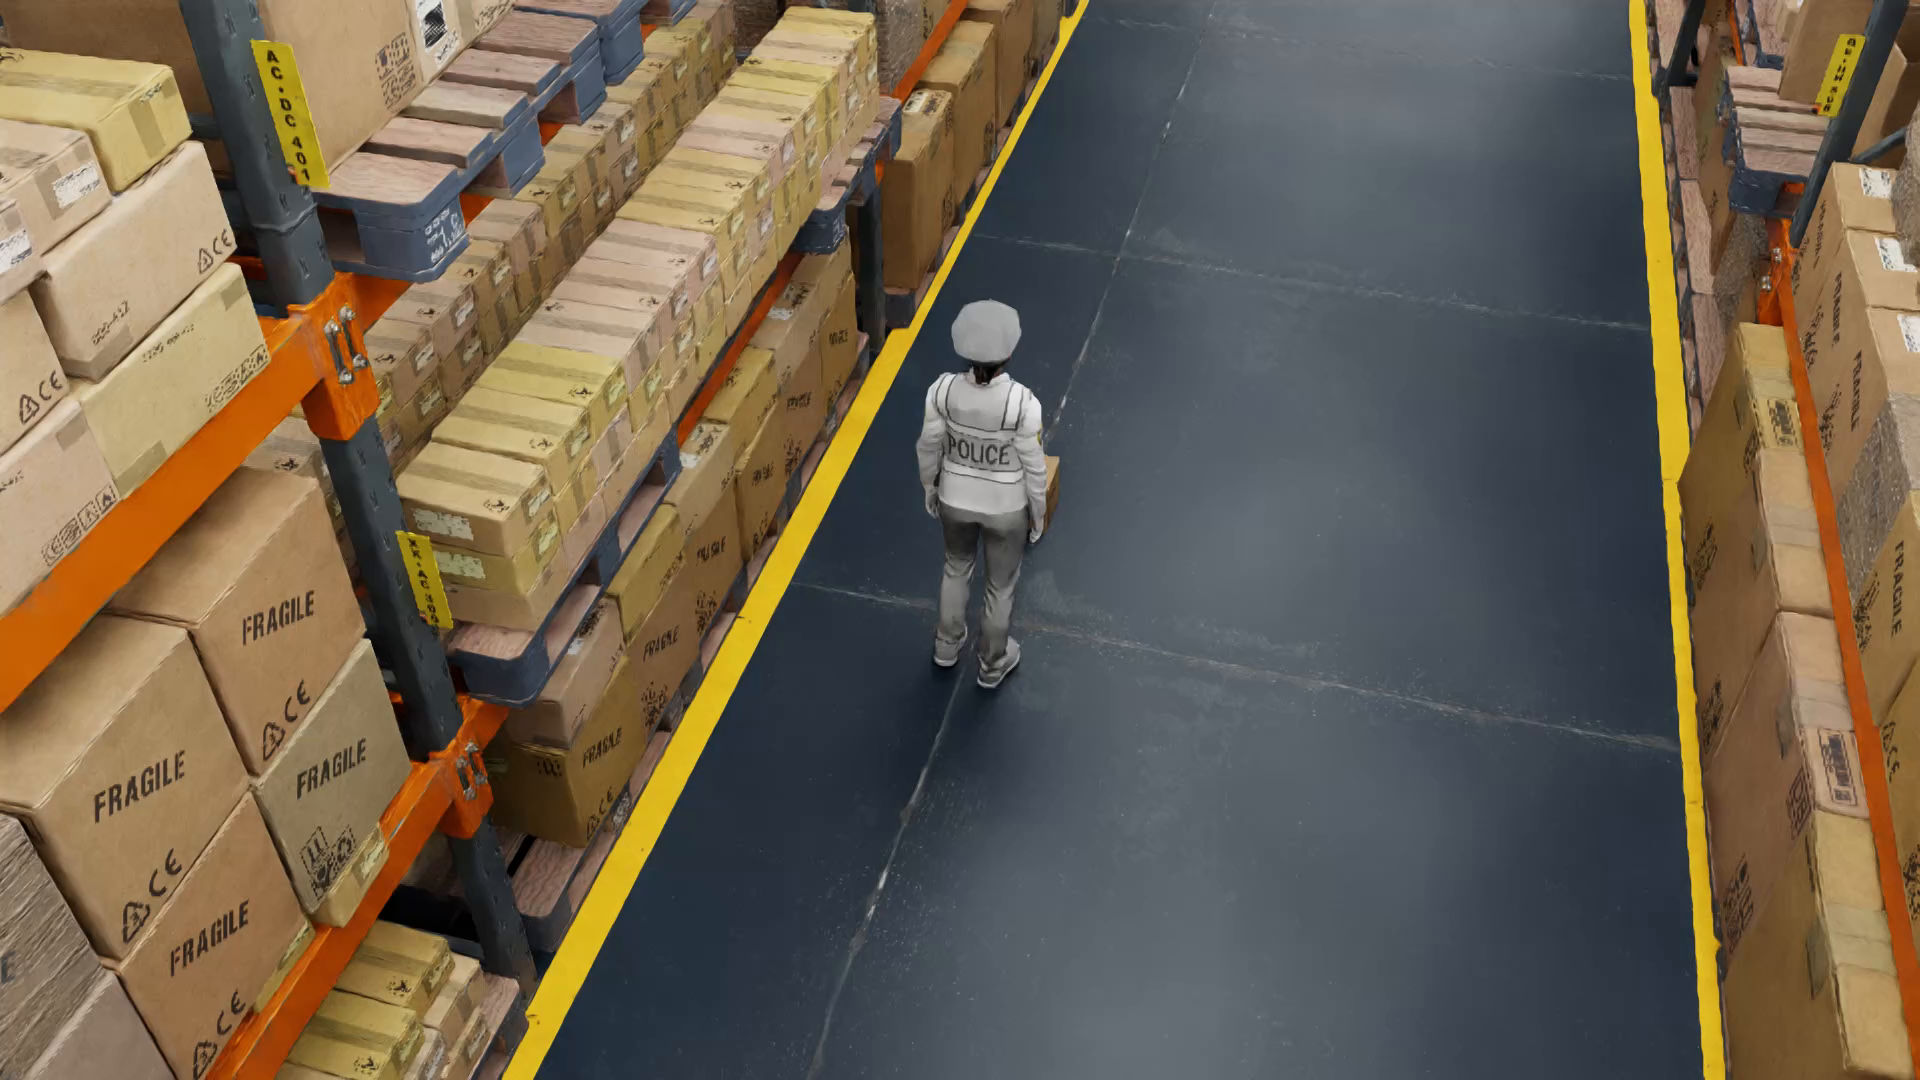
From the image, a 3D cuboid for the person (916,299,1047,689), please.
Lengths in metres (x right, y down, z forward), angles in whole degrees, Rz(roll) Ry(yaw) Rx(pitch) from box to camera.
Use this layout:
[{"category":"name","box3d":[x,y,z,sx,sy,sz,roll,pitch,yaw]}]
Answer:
[{"category":"person","box3d":[0.084,-0.156,6.299,0.507,1.683,0.363,13,43,14]}]
